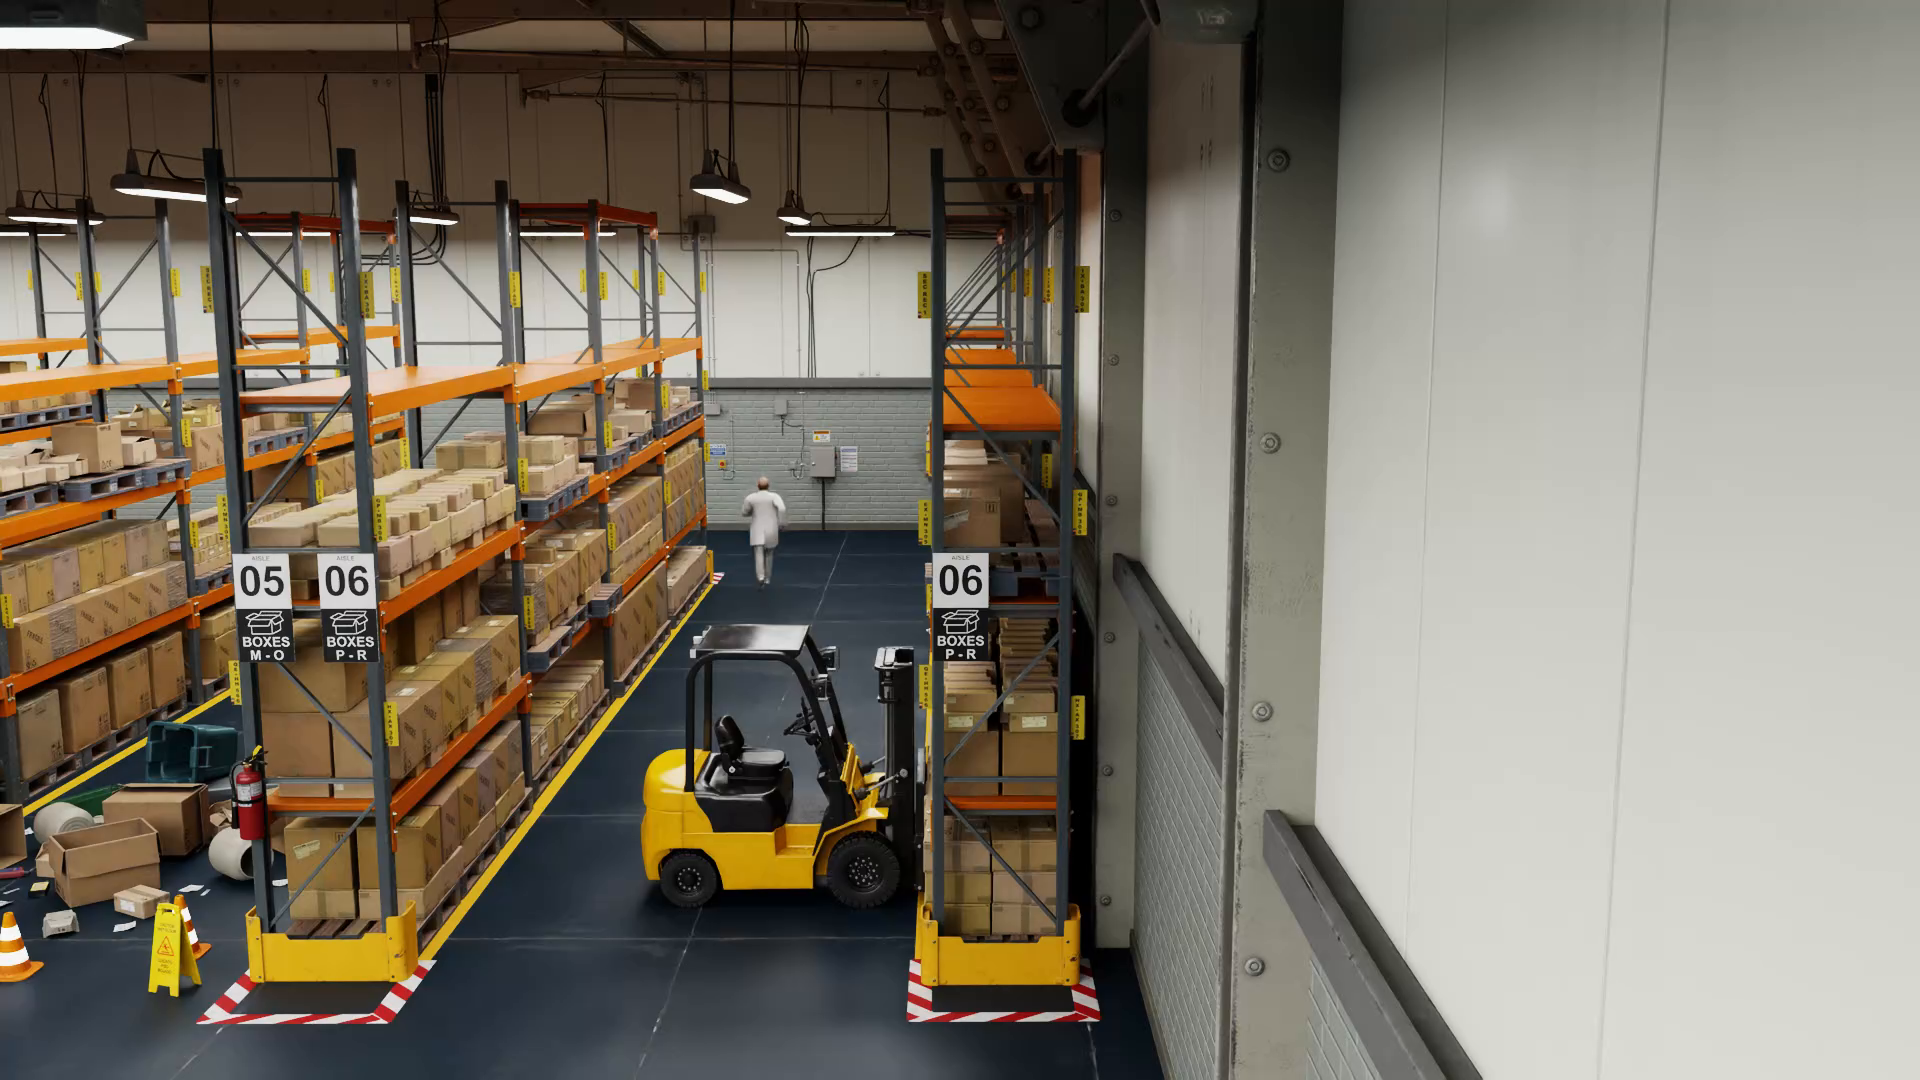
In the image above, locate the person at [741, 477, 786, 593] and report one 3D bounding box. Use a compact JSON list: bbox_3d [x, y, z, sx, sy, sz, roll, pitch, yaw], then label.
[{"bbox_3d":[-3.094,-0.097,26.252,0.704,1.812,1.024,-1,9,-7],"label":"person"}]
